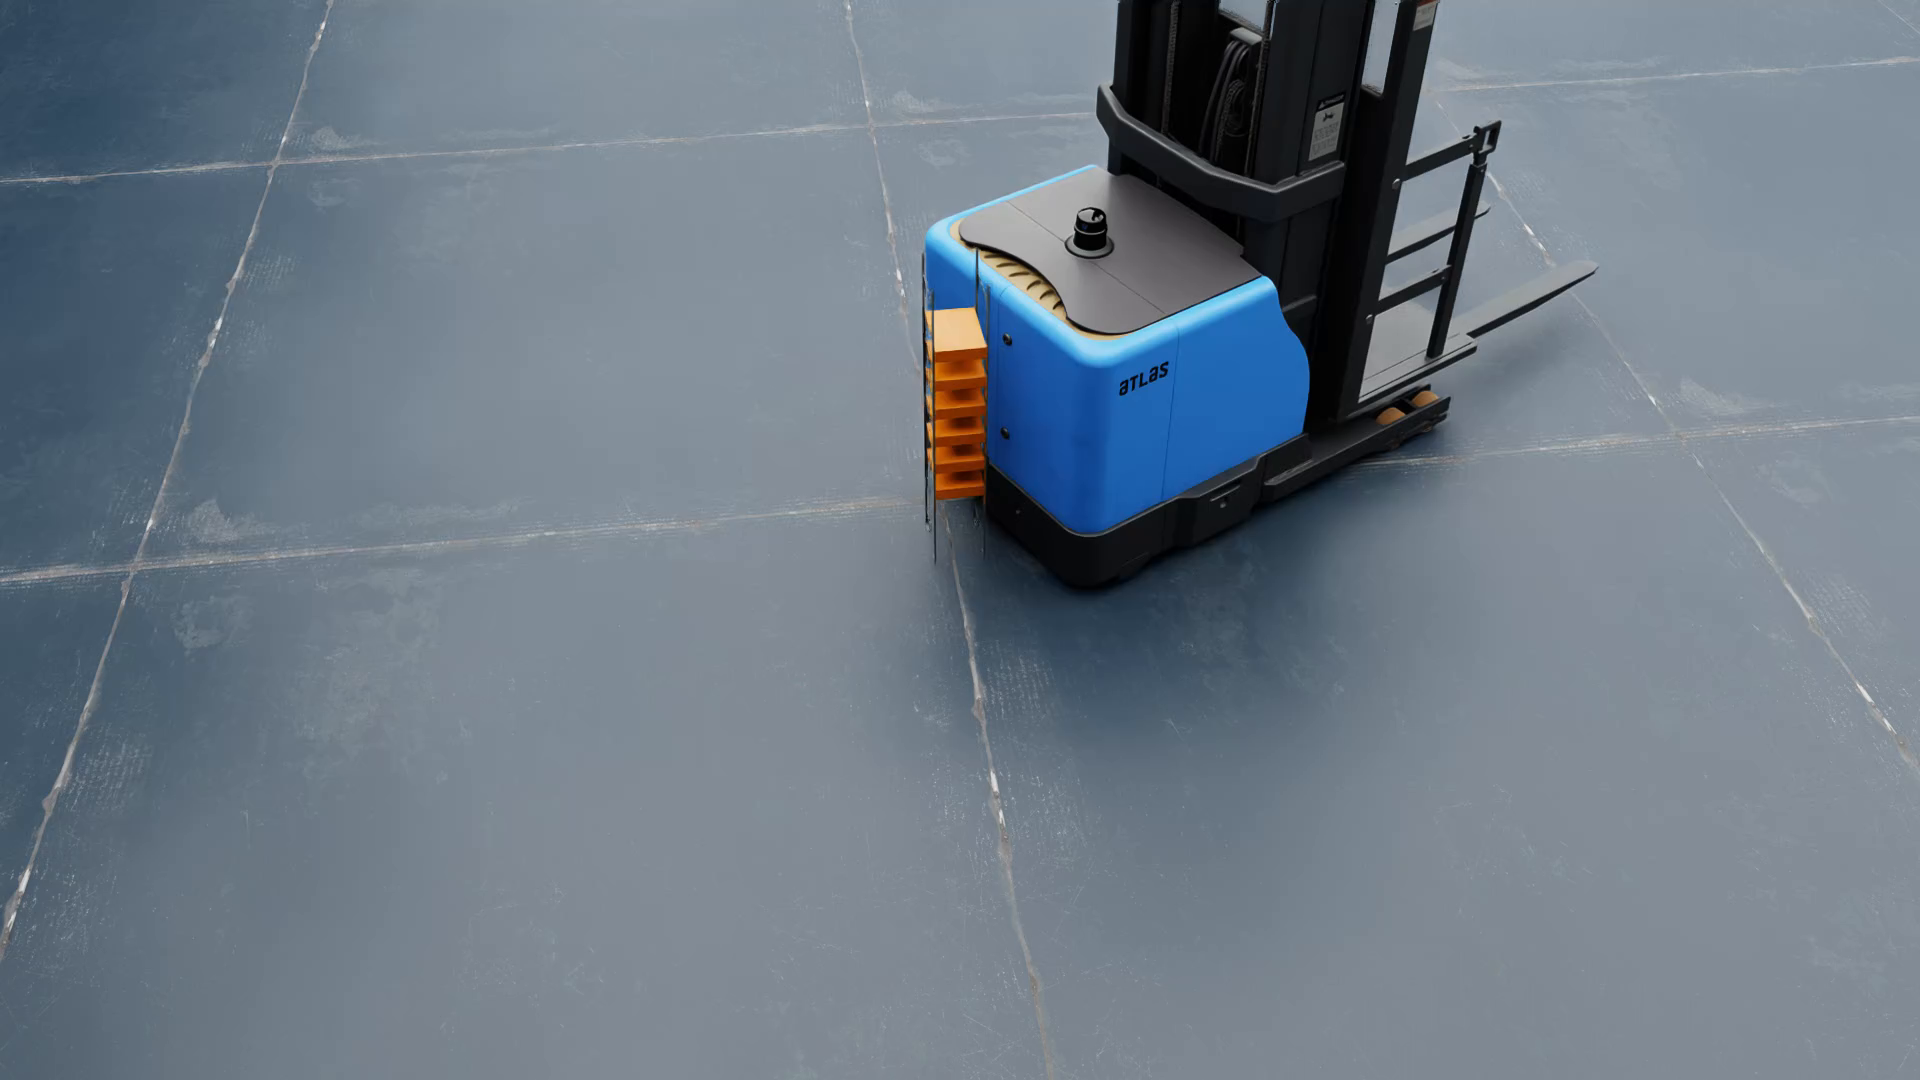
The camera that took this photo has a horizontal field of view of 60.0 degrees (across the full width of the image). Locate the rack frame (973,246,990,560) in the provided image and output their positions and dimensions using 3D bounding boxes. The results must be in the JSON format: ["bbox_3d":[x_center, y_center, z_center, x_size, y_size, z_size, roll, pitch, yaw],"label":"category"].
[{"bbox_3d":[0.073,-0.453,5.855,0.006,1.200,0.240,-6,42,-7],"label":"rack frame"}]

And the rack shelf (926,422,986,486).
[{"bbox_3d":[-0.018,-0.321,5.954,0.180,0.103,0.258,-6,42,-7],"label":"rack shelf"}]

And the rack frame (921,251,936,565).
[{"bbox_3d":[-0.108,-0.433,5.833,0.006,1.200,0.240,-6,42,-7],"label":"rack frame"}]

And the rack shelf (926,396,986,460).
[{"bbox_3d":[-0.018,-0.410,5.874,0.180,0.103,0.258,-6,42,-7],"label":"rack shelf"}]

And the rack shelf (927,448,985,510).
[{"bbox_3d":[-0.018,-0.231,6.034,0.180,0.103,0.258,-6,42,-7],"label":"rack shelf"}]

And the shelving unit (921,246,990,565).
[{"bbox_3d":[-0.018,-0.443,5.844,0.189,1.200,0.258,-6,42,-7],"label":"shelving unit"}]

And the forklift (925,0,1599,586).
[{"bbox_3d":[1.357,-1.714,5.962,3.031,2.935,1.130,-25,48,-25],"label":"forklift"}]

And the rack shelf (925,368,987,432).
[{"bbox_3d":[-0.017,-0.499,5.794,0.180,0.103,0.258,-6,42,-7],"label":"rack shelf"}]

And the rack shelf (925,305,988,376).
[{"bbox_3d":[-0.017,-0.678,5.634,0.180,0.103,0.258,-6,42,-7],"label":"rack shelf"}]

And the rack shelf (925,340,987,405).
[{"bbox_3d":[-0.017,-0.589,5.714,0.180,0.103,0.258,-6,42,-7],"label":"rack shelf"}]
